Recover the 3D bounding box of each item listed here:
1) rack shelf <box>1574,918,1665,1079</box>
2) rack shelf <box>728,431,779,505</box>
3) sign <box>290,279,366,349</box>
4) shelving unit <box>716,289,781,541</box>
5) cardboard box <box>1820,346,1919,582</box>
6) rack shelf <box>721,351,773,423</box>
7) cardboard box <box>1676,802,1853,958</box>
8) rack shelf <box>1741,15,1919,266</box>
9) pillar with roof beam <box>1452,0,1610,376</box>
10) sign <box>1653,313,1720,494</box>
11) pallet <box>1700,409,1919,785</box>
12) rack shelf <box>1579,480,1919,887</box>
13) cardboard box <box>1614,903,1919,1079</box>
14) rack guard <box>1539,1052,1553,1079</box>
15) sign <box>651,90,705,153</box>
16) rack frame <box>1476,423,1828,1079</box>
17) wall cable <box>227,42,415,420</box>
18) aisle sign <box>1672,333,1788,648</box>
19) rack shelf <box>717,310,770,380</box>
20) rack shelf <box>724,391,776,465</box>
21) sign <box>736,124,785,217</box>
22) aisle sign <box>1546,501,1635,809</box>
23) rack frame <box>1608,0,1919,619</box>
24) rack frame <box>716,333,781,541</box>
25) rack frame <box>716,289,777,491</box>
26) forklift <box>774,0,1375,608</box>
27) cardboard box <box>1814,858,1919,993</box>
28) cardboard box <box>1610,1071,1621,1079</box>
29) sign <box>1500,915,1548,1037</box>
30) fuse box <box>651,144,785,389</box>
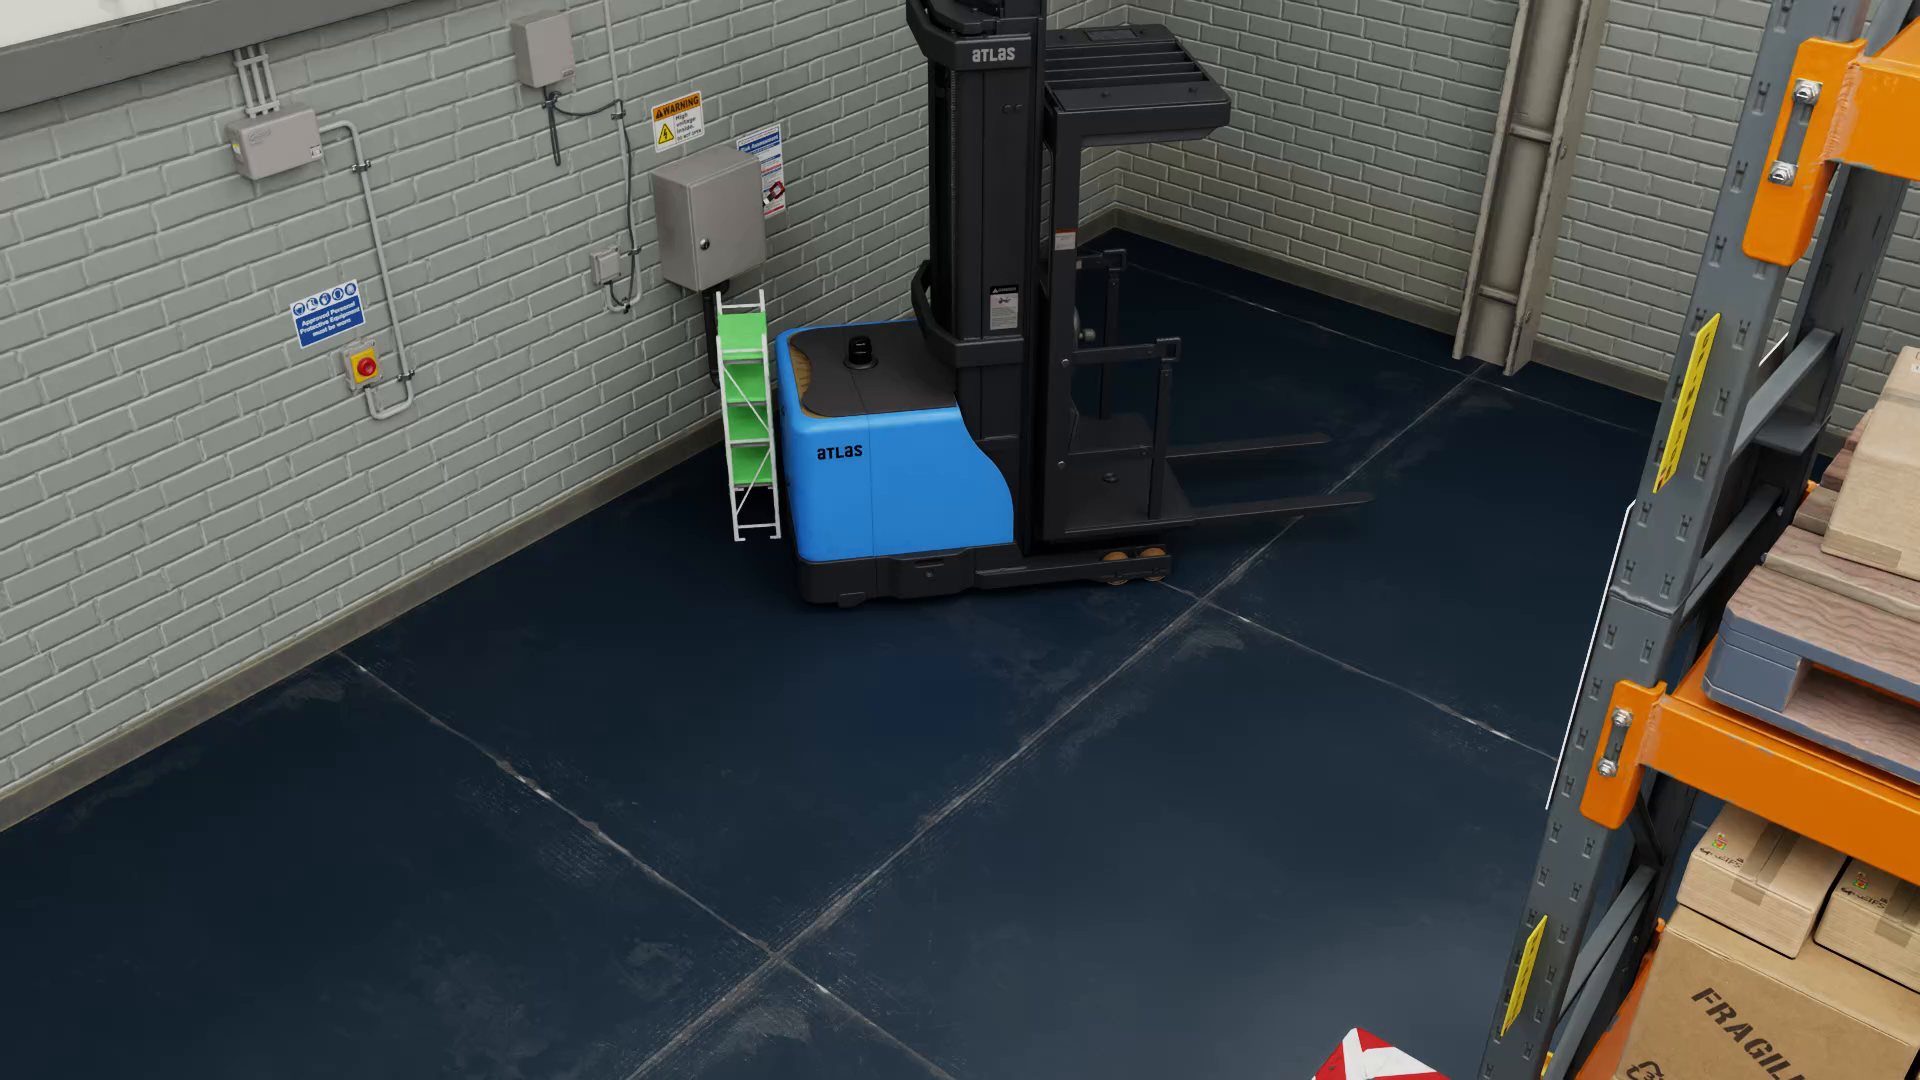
[{"bbox_3d":[3.188,2.172,3.574,4.000,0.370,1.077,25,42,32],"label":"rack shelf"},{"bbox_3d":[-1.094,-0.387,8.790,0.258,0.148,0.480,-4,35,-6],"label":"rack shelf"},{"bbox_3d":[-2.775,-0.994,7.309,0.001,0.218,0.327,25,42,32],"label":"sign"},{"bbox_3d":[-1.094,-0.638,8.618,0.258,1.200,0.503,-4,35,-6],"label":"shelving unit"},{"bbox_3d":[2.054,-0.114,3.291,0.500,0.250,0.500,21,40,28],"label":"cardboard box"},{"bbox_3d":[-1.094,-0.783,8.519,0.258,0.148,0.480,-4,35,-6],"label":"rack shelf"},{"bbox_3d":[1.747,0.679,3.567,0.250,0.149,0.380,26,42,33],"label":"cardboard box"},{"bbox_3d":[3.188,-0.136,1.988,4.000,0.370,1.077,25,42,32],"label":"rack shelf"},{"bbox_3d":[0.574,-2.979,5.139,0.400,9.000,9.100,25,42,32],"label":"pillar with roof beam"},{"bbox_3d":[1.291,-0.239,2.957,0.005,0.325,0.100,25,42,32],"label":"sign"},{"bbox_3d":[2.228,0.215,3.216,1.213,0.211,1.003,25,42,32],"label":"pallet"},{"bbox_3d":[3.188,0.935,2.724,4.000,0.370,1.077,25,42,32],"label":"rack shelf"},{"bbox_3d":[1.837,0.995,3.680,0.500,0.500,0.500,24,41,31],"label":"cardboard box"},{"bbox_3d":[1.632,2.172,5.145,0.348,0.500,1.175,25,42,32],"label":"rack guard"},{"bbox_3d":[-1.436,-2.134,8.478,0.001,0.242,0.339,25,42,32],"label":"sign"},{"bbox_3d":[1.651,1.151,4.425,0.127,3.000,1.000,25,42,32],"label":"rack frame"},{"bbox_3d":[-2.698,-1.313,7.087,0.123,1.953,0.585,25,42,32],"label":"wall cable"},{"bbox_3d":[1.794,-0.082,3.923,0.004,0.787,0.394,25,42,32],"label":"aisle sign"},{"bbox_3d":[-1.094,-0.981,8.383,0.258,0.148,0.480,-4,35,-6],"label":"rack shelf"},{"bbox_3d":[-1.094,-0.585,8.655,0.258,0.148,0.480,-4,35,-6],"label":"rack shelf"},{"bbox_3d":[-1.085,-1.993,9.087,0.001,0.494,0.329,25,42,32],"label":"sign"},{"bbox_3d":[1.410,0.179,3.543,0.004,0.787,0.394,25,42,32],"label":"aisle sign"},{"bbox_3d":[1.651,-1.322,2.726,0.127,3.000,1.000,25,42,32],"label":"rack frame"},{"bbox_3d":[-1.064,-0.500,8.419,0.240,1.200,0.015,-4,35,-6],"label":"rack frame"},{"bbox_3d":[-1.123,-0.775,8.818,0.240,1.200,0.015,-4,35,-6],"label":"rack frame"},{"bbox_3d":[0.617,-1.271,8.011,3.031,2.935,1.130,-6,35,-8],"label":"forklift"},{"bbox_3d":[1.994,0.743,3.474,0.250,0.149,0.380,26,42,33],"label":"cardboard box"},{"bbox_3d":[1.836,1.408,3.961,0.500,0.500,0.500,25,42,31],"label":"cardboard box"},{"bbox_3d":[1.291,1.000,3.809,0.005,0.325,0.100,25,42,32],"label":"sign"},{"bbox_3d":[-1.241,-1.212,9.003,0.414,1.711,0.539,25,42,32],"label":"fuse box"}]
